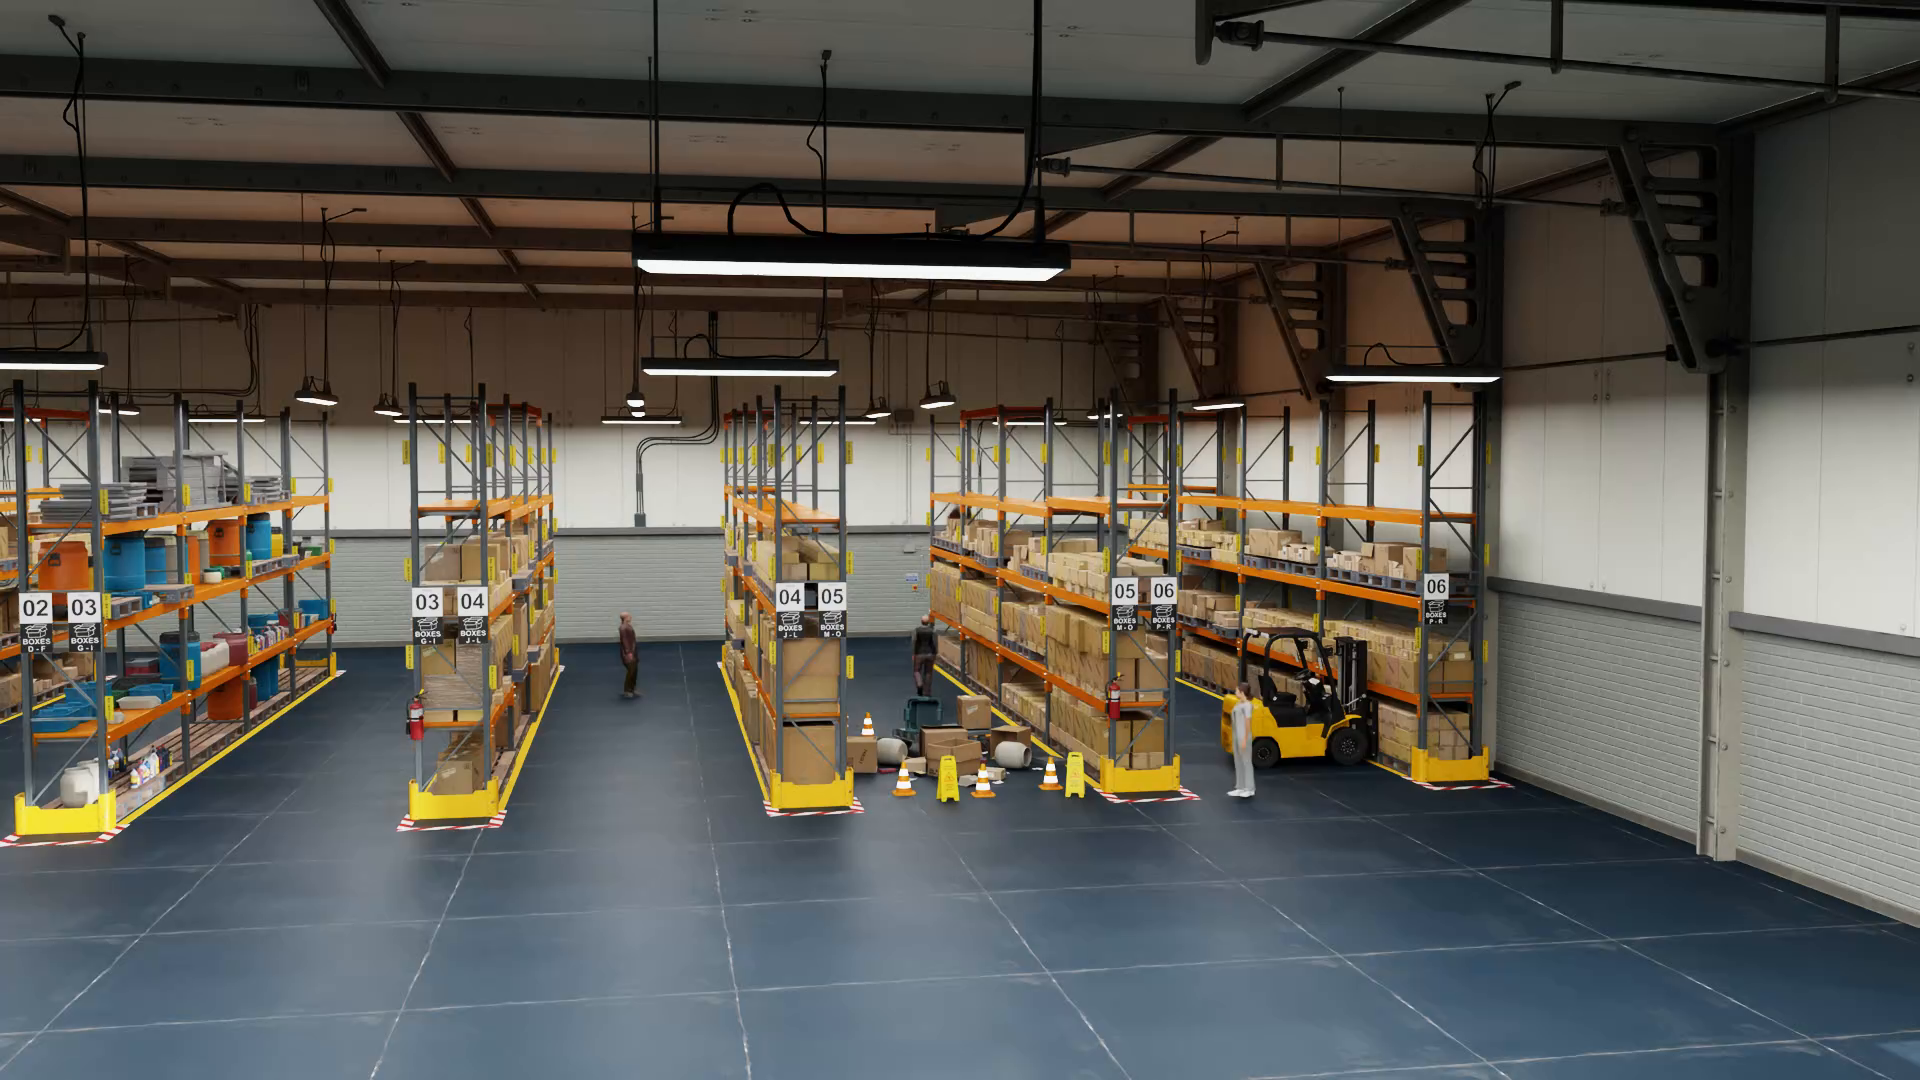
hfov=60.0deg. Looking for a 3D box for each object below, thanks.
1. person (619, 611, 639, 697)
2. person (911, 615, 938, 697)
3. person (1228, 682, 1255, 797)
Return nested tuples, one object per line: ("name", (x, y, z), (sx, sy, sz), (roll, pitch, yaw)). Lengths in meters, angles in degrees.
("person", (-6.901, 2.403, 34.723), (0.468, 1.841, 0.588), (1, 3, 17))
("person", (-0.738, 2.391, 34.214), (0.565, 1.704, 0.478), (0, 3, -9))
("person", (4.152, 2.934, 24.412), (0.376, 1.696, 0.509), (-1, 3, -17))
